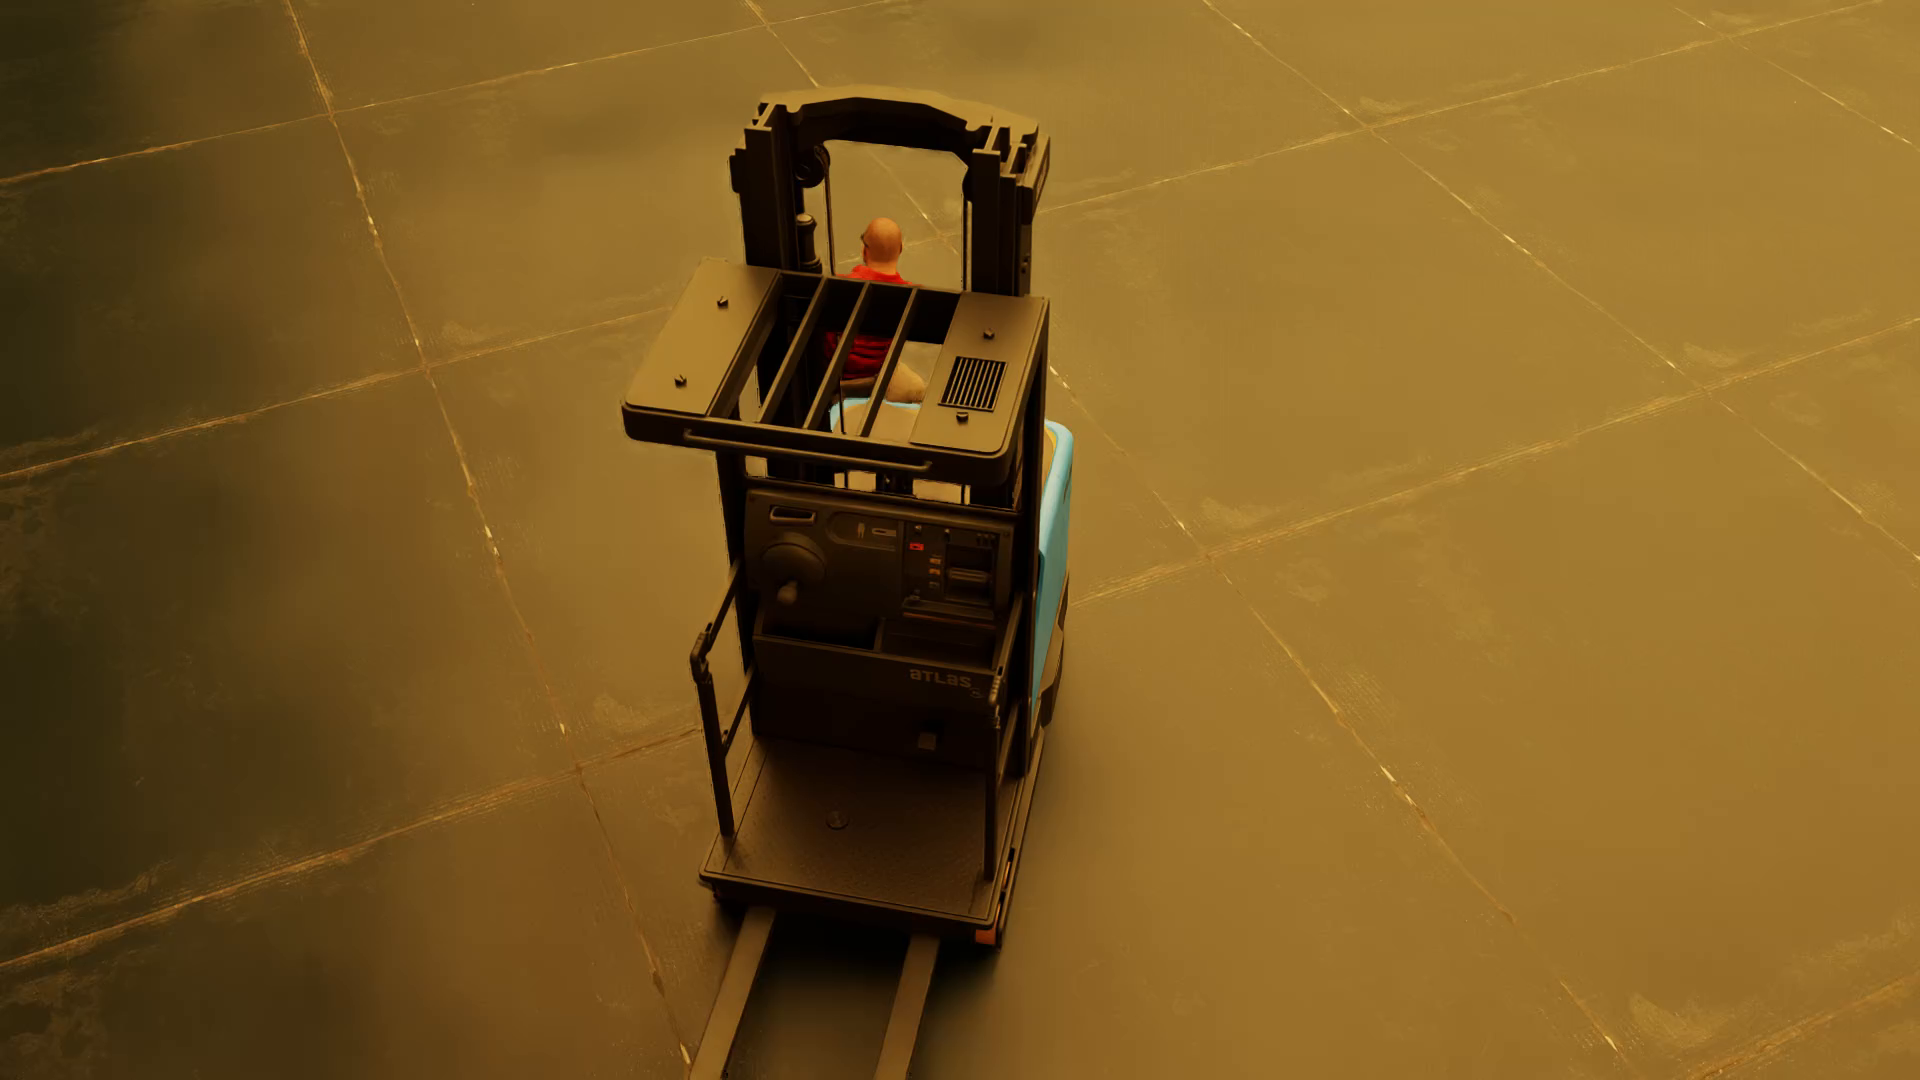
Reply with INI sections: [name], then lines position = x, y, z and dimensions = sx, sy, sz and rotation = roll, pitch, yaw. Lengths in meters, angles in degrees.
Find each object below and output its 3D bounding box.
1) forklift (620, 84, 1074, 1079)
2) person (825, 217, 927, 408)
[forklift]
position = -0.323, 0.155, 5.514
dimensions = 1.130, 2.935, 3.031
rotation = 8, 44, 8
[person]
position = -0.416, -0.884, 7.623
dimensions = 0.797, 1.562, 0.721
rotation = -11, 44, -11
